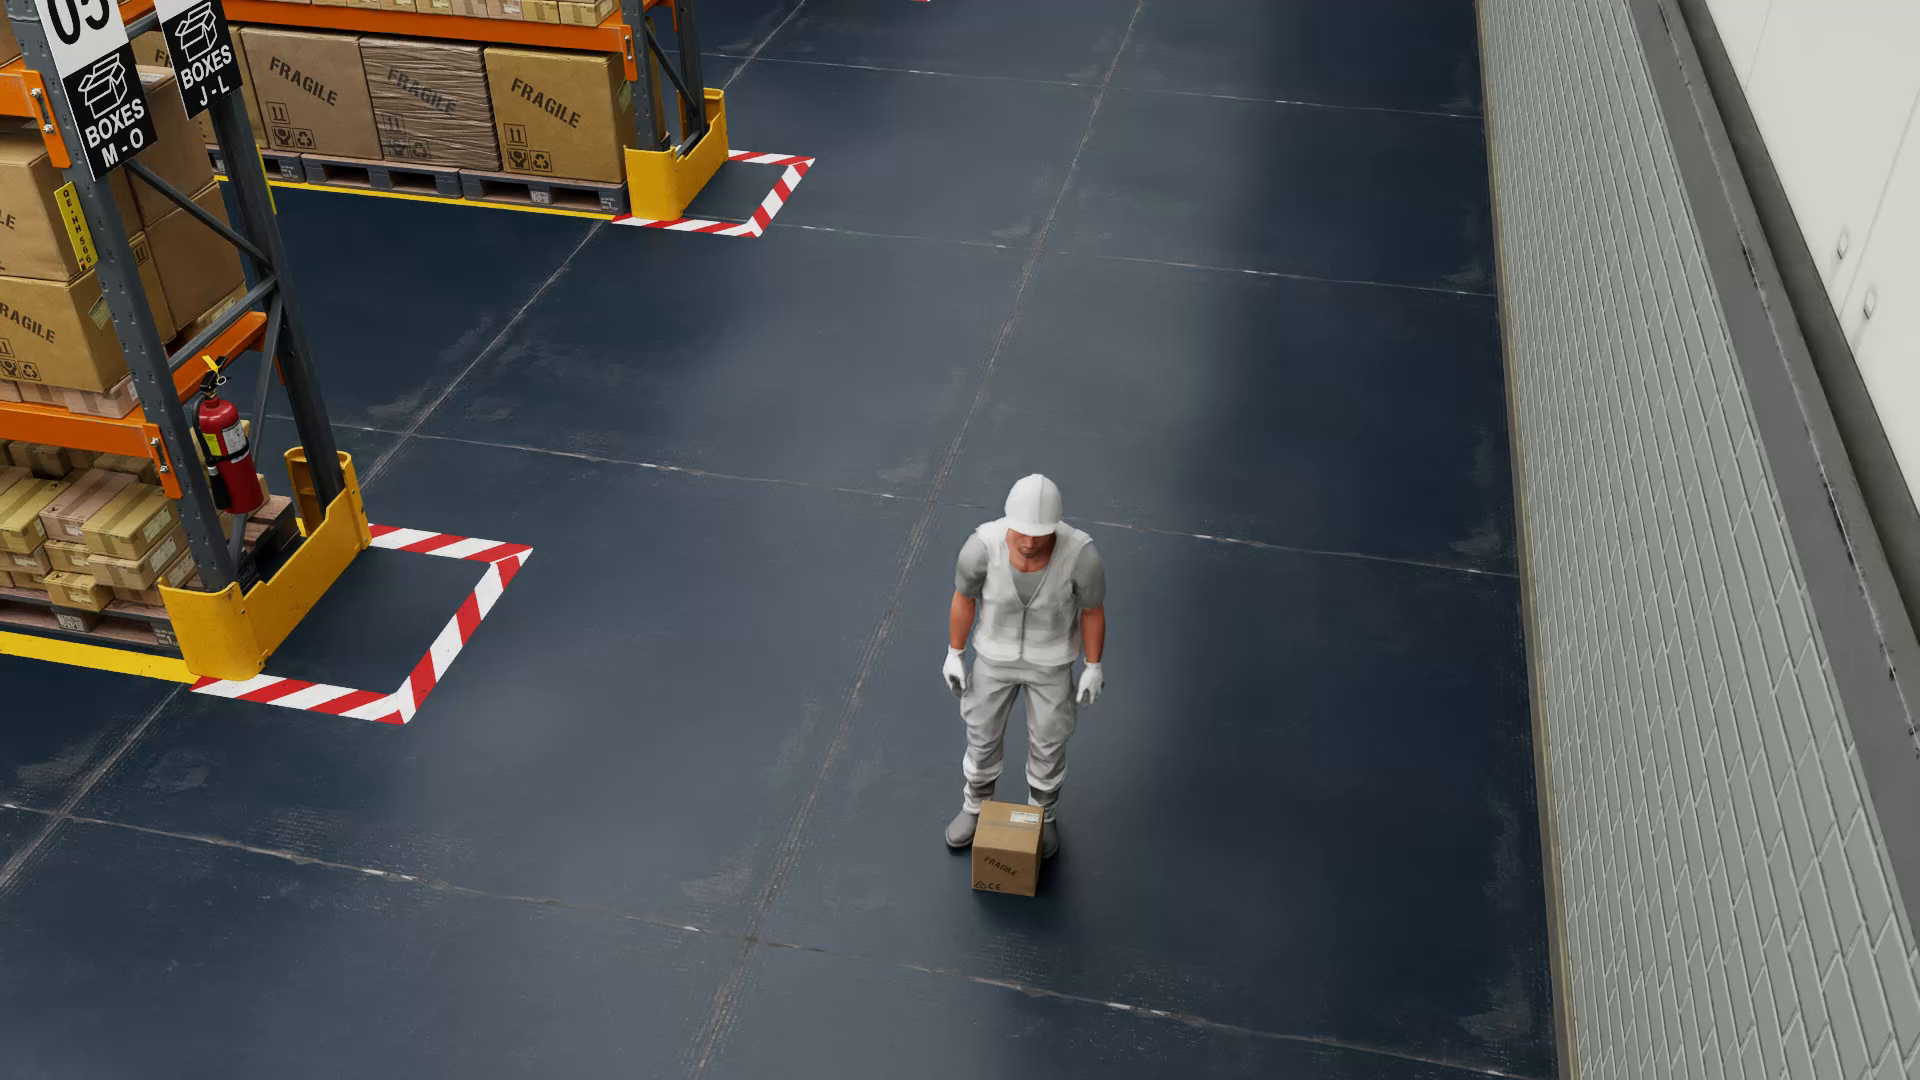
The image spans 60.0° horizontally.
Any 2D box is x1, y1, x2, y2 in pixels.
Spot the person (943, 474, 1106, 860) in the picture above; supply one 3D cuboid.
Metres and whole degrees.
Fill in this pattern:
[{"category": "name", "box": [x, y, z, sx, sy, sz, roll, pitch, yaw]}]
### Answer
[{"category": "person", "box": [0.244, 0.474, 6.307, 0.618, 1.779, 0.451, 5, 37, 7]}]
